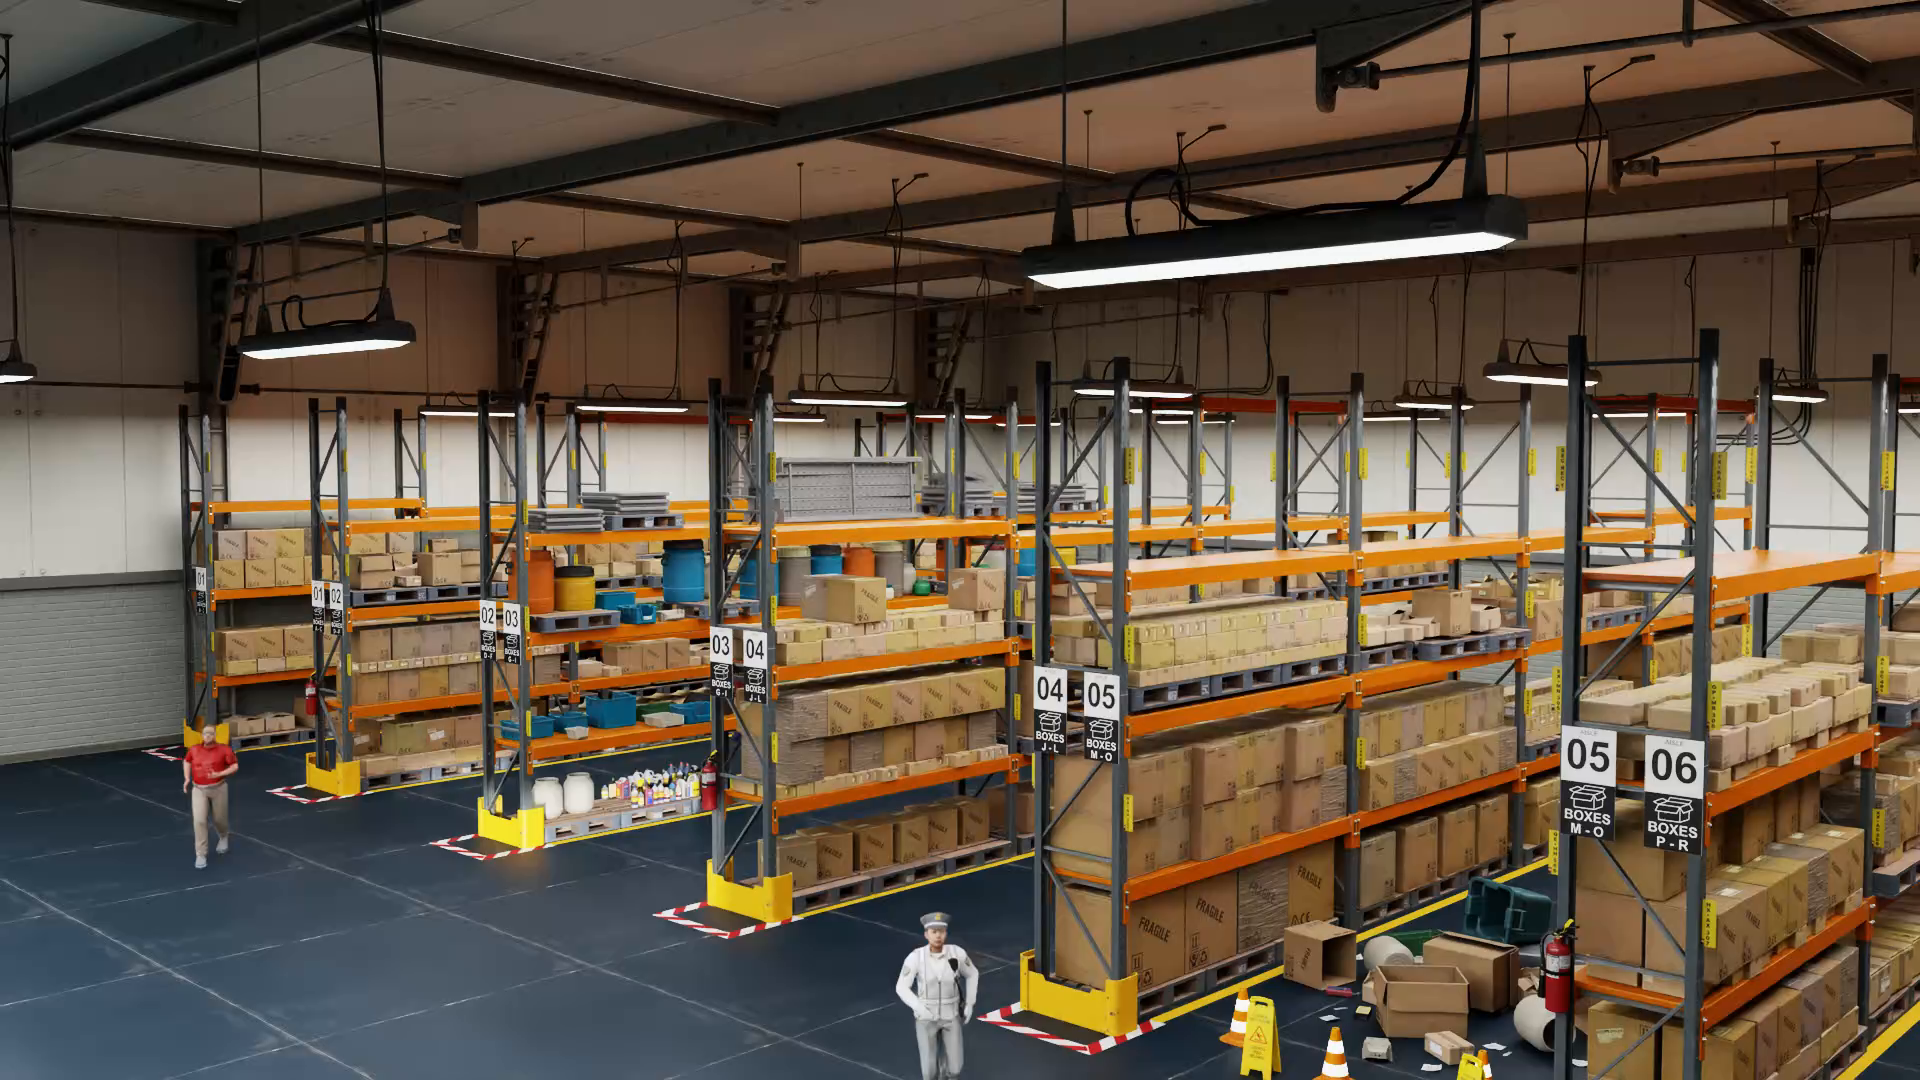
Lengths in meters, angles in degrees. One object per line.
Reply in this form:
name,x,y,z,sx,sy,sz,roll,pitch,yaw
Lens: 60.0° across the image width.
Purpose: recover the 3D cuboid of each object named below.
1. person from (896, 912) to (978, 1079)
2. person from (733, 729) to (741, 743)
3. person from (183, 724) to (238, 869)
person,-0.162,3.665,12.734,0.658,1.664,0.561,0,3,-8
person,-3.450,2.932,27.404,0.570,1.579,0.543,2,4,38
person,-9.437,3.176,20.927,0.677,1.712,0.985,-1,3,-15
